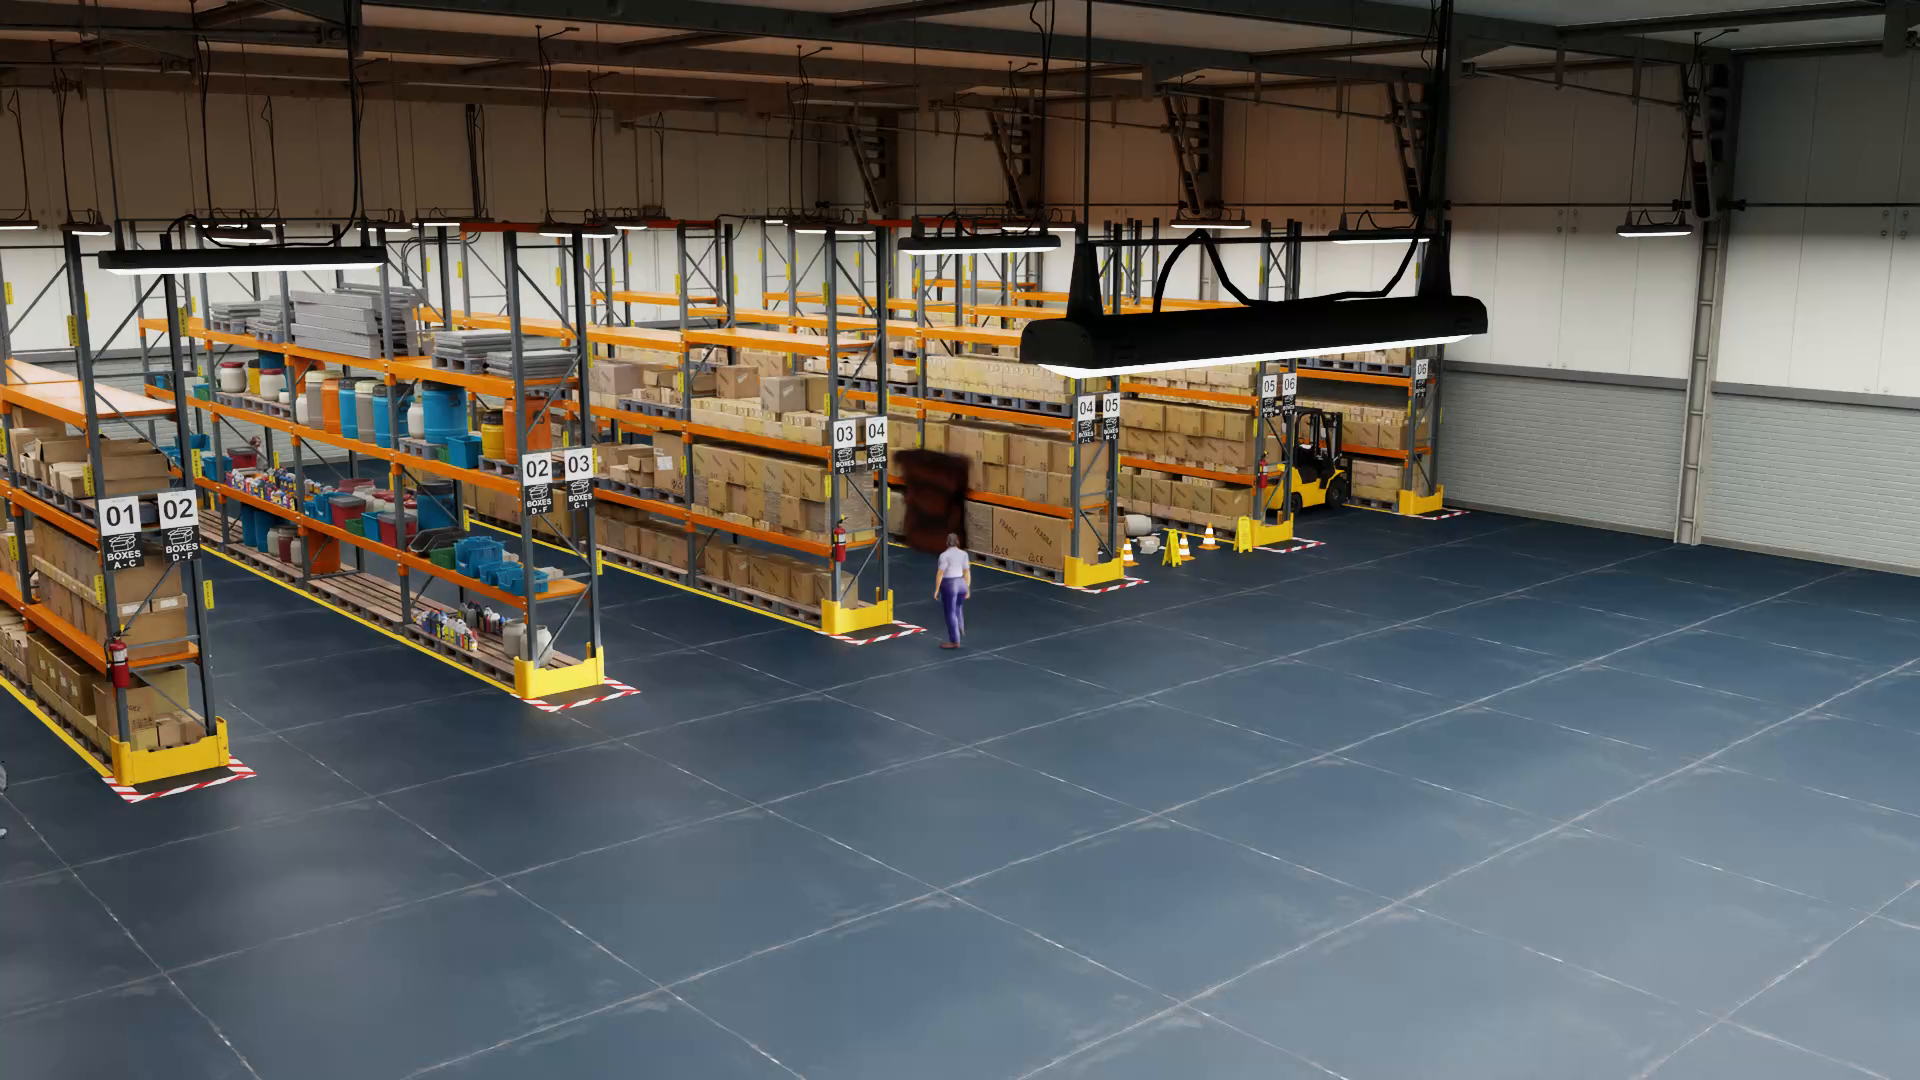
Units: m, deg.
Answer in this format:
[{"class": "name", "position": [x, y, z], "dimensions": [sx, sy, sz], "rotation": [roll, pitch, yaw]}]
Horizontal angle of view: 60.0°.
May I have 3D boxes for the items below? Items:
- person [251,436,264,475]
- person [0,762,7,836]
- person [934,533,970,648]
[{"class": "person", "position": [-14.826, -1.415, 34.877], "dimensions": [0.603, 1.556, 0.452], "rotation": [4, 12, 21]}, {"class": "person", "position": [-9.844, 2.155, 16.648], "dimensions": [0.476, 1.755, 0.569], "rotation": [-7, 13, -32]}, {"class": "person", "position": [-0.128, 0.812, 24.122], "dimensions": [0.564, 1.448, 0.488], "rotation": [-7, 13, -31]}]
